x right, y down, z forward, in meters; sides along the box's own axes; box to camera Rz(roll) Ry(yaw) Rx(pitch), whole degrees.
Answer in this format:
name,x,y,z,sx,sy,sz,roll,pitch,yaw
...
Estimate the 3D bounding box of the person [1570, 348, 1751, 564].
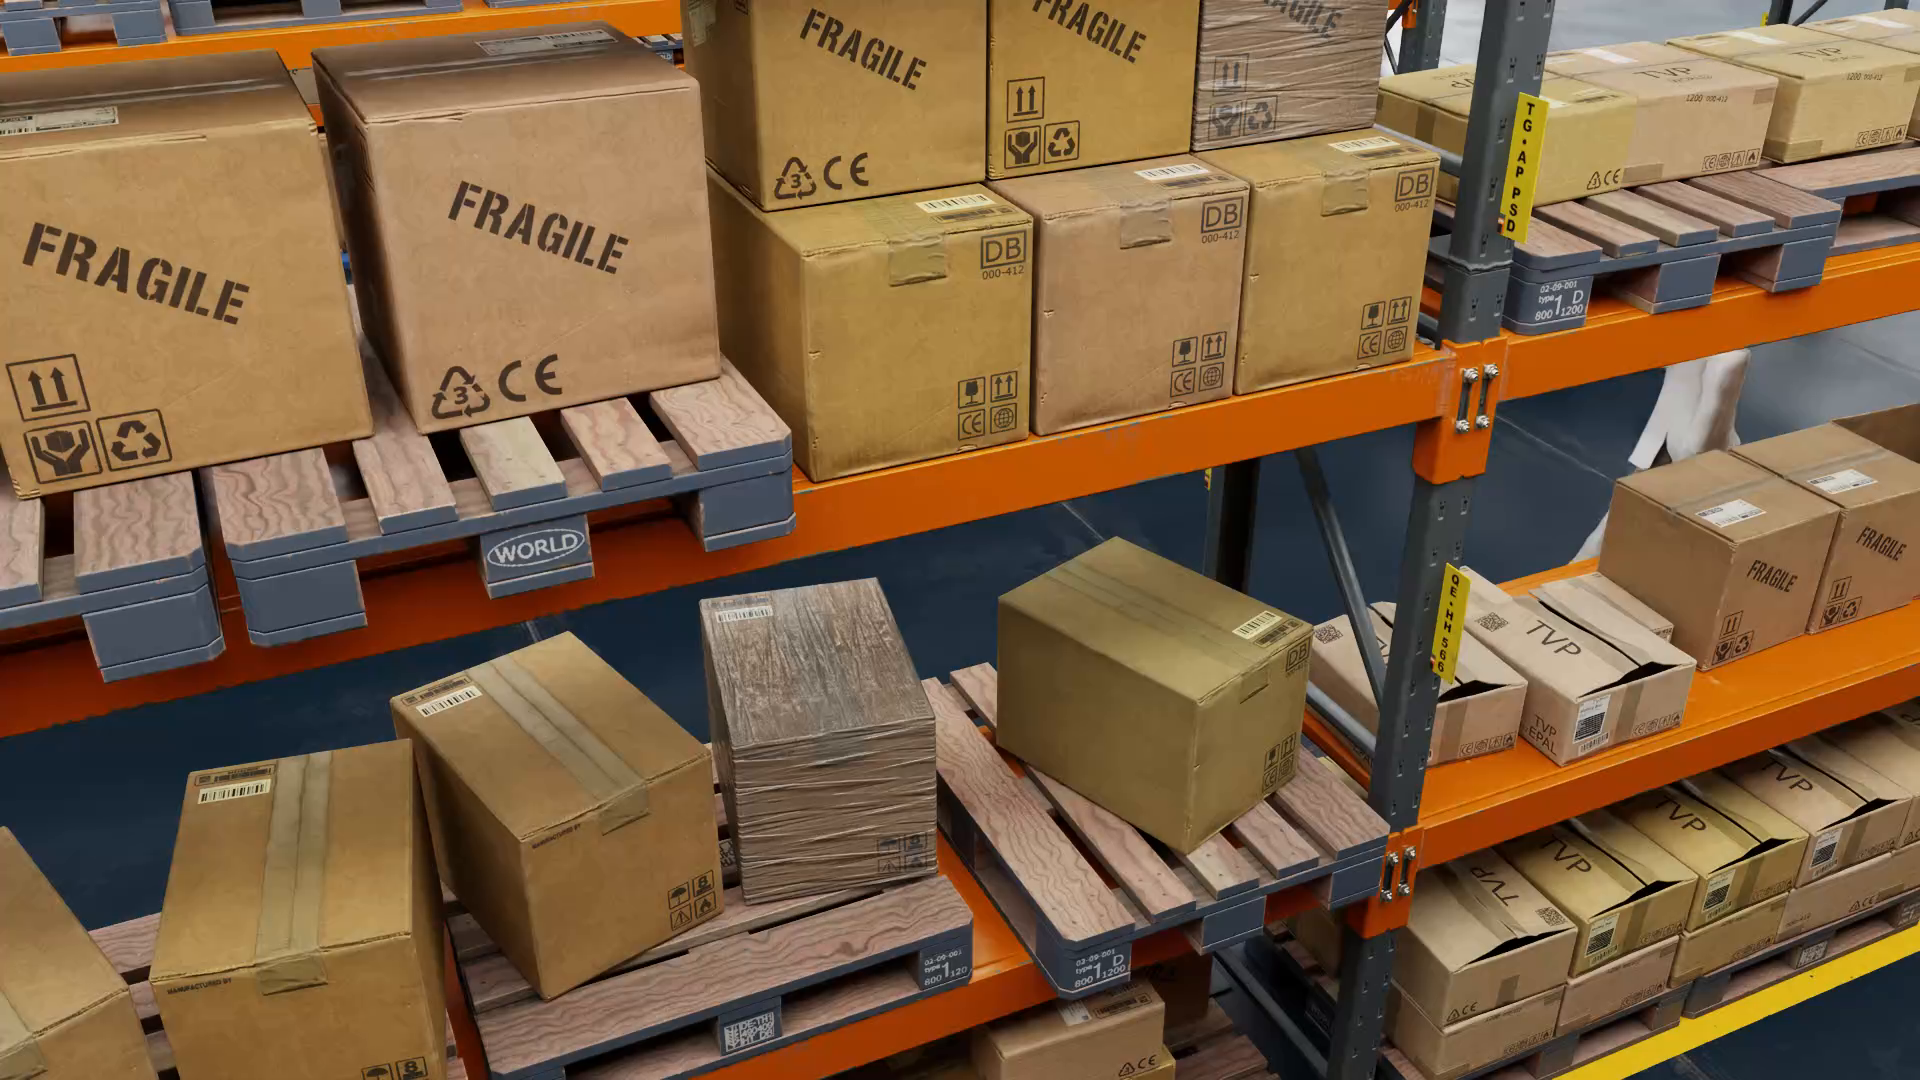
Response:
name,x,y,z,sx,sy,sz,roll,pitch,yaw
person,3.579,-0.531,8.101,1.125,1.727,0.557,-11,31,-19
